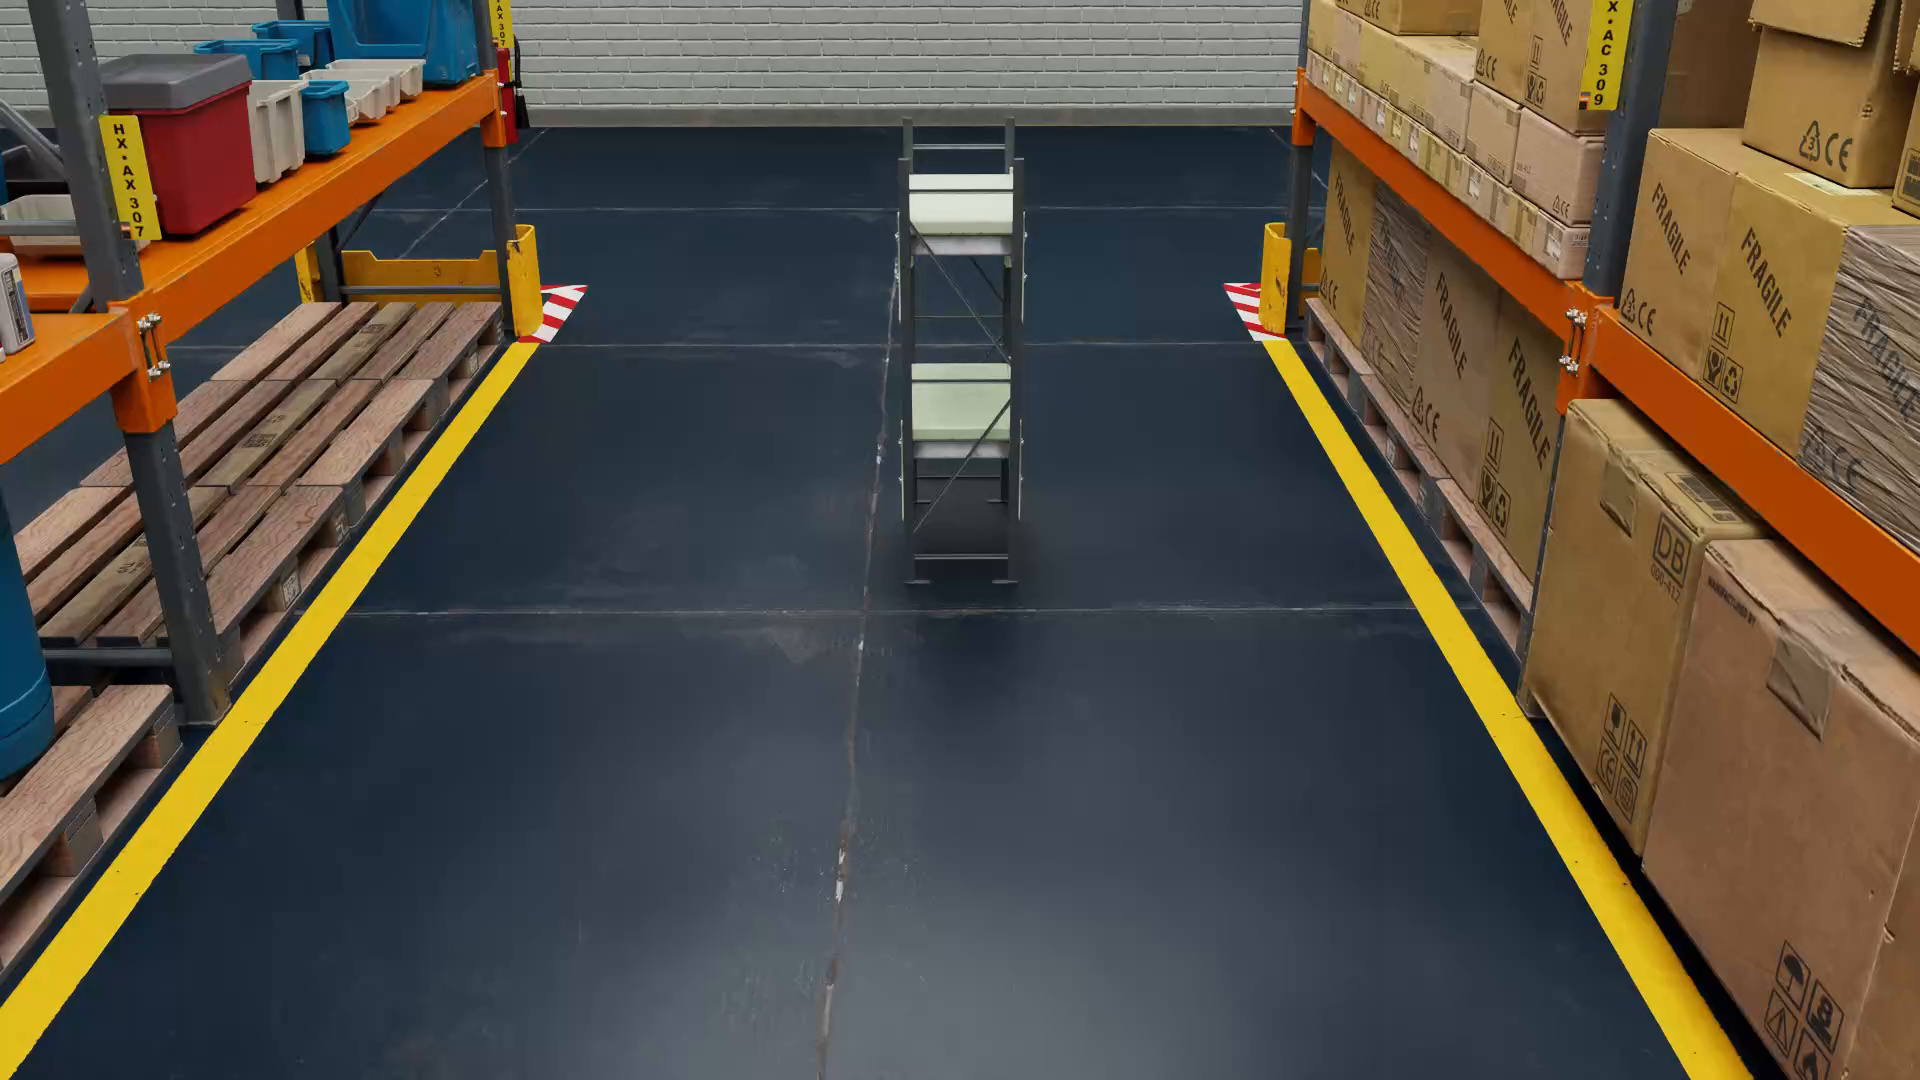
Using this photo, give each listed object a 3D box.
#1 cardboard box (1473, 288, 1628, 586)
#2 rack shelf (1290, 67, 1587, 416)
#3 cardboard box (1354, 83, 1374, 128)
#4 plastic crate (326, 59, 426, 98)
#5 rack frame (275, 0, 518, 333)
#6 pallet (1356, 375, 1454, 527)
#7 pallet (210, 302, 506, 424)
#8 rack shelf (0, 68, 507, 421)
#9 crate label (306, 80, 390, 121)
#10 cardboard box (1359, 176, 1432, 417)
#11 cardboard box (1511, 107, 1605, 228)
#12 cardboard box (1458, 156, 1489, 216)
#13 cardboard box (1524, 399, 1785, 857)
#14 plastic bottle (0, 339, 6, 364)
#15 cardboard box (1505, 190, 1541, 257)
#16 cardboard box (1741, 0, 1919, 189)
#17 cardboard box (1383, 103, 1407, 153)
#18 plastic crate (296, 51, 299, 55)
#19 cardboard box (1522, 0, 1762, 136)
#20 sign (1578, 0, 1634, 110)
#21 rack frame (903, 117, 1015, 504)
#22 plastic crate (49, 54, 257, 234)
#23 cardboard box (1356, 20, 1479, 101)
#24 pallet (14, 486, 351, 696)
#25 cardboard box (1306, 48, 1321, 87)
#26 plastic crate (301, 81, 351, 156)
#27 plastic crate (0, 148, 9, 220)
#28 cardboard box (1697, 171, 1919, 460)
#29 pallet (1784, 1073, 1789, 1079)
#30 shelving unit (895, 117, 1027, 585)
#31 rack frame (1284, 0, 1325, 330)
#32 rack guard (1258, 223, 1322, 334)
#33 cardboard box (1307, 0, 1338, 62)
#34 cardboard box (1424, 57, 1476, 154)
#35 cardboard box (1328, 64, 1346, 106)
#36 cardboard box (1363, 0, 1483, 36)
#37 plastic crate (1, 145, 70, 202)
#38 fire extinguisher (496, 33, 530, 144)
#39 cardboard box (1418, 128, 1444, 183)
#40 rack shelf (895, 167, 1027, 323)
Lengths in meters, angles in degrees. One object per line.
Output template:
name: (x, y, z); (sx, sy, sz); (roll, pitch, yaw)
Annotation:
cardboard box: (2.292, -0.341, 5.433); (0.875, 0.875, 0.875); (0, 24, -1)
rack shelf: (2.197, -1.342, 6.450); (1.077, 0.370, 4.000); (0, 24, -1)
cardboard box: (1.862, -1.808, 6.913); (0.380, 0.149, 0.250); (-1, 24, -2)
plastic crate: (-2.588, -2.043, 7.375); (0.396, 0.136, 0.243); (0, 24, -1)
rack frame: (-2.778, -2.472, 8.075); (1.000, 3.000, 0.127); (0, 24, -1)
pallet: (2.272, -0.393, 6.862); (1.003, 0.211, 1.213); (0, 24, -1)
pallet: (-2.807, -0.861, 7.897); (1.003, 0.211, 1.213); (0, 24, -1)
rack shelf: (-2.756, -1.320, 6.401); (1.077, 0.370, 4.000); (0, 24, -1)
crate label: (-2.571, -1.809, 6.858); (0.396, 0.136, 0.243); (0, 24, -1)
cardboard box: (2.272, -1.079, 7.064); (0.875, 0.875, 0.875); (0, 24, -1)
cardboard box: (1.951, -1.093, 4.849); (0.500, 0.250, 0.500); (-1, 24, -2)
cardboard box: (1.879, -1.173, 5.509); (0.380, 0.149, 0.250); (0, 24, 0)
cardboard box: (2.246, 0.195, 4.248); (1.225, 0.875, 0.875); (0, 24, 0)
plastic bottle: (-2.378, -0.524, 4.010); (0.097, 0.201, 0.097); (0, 24, 0)
cardboard box: (1.885, -0.962, 5.041); (0.380, 0.149, 0.250); (0, 24, 0)
cardboard box: (2.234, -1.085, 3.670); (0.797, 0.503, 0.637); (-1, 24, -2)
cardboard box: (1.867, -1.598, 6.447); (0.380, 0.149, 0.250); (-1, 24, -2)
plastic crate: (-3.183, -2.143, 7.595); (0.250, 0.136, 0.298); (0, 24, -1)
cardboard box: (1.946, -1.443, 4.711); (0.500, 0.500, 0.500); (0, 24, 1)
sign: (1.664, -1.273, 4.278); (0.100, 0.325, 0.005); (0, 24, -1)
rack frame: (-0.004, -0.831, 6.268); (0.400, 1.500, 0.023); (0, 24, -1)
plastic crate: (-2.493, -1.249, 5.221); (0.402, 0.464, 0.583); (0, 24, -1)
cardboard box: (1.925, -1.941, 6.722); (0.500, 0.250, 0.500); (-1, 24, -2)
pallet: (-2.781, 0.144, 5.674); (1.003, 0.211, 1.213); (0, 24, -1)
cardboard box: (1.849, -2.232, 7.849); (0.380, 0.149, 0.250); (0, 24, 0)
plastic crate: (-2.499, -1.577, 6.228); (0.416, 0.233, 0.300); (0, 24, -1)
plastic crate: (-3.080, -1.034, 4.843); (0.392, 0.384, 0.575); (0, 24, -1)
cardboard box: (1.980, -0.493, 3.579); (0.500, 0.500, 0.500); (0, 24, 0)
pallet: (2.319, 1.247, 3.238); (1.003, 0.211, 1.213); (0, 24, -1)
shelving unit: (0.000, -0.681, 5.935); (0.431, 1.500, 0.755); (0, 24, -1)
rack frame: (2.175, -2.494, 8.124); (1.000, 3.000, 0.127); (0, 24, -1)
rack guard: (2.175, -1.365, 8.661); (1.175, 0.500, 0.348); (0, 24, -1)
cardboard box: (1.910, -2.362, 7.653); (0.500, 0.250, 0.500); (-1, 24, -2)
cardboard box: (1.938, -1.517, 5.785); (0.500, 0.250, 0.500); (0, 24, 1)
cardboard box: (1.856, -2.020, 7.382); (0.380, 0.149, 0.250); (-1, 24, -2)
cardboard box: (1.927, -2.284, 6.571); (0.500, 0.500, 0.500); (-1, 24, -2)
plastic crate: (-3.015, -1.185, 5.492); (0.437, 0.125, 0.590); (0, 24, -1)
fire extinguisher: (-2.325, -2.331, 8.309); (0.296, 0.674, 0.183); (0, 24, -1)
cardboard box: (1.873, -1.385, 5.977); (0.380, 0.149, 0.250); (-1, 24, -1)
rack shelf: (0.000, -1.036, 5.774); (0.431, 0.370, 0.720); (0, 24, -1)
